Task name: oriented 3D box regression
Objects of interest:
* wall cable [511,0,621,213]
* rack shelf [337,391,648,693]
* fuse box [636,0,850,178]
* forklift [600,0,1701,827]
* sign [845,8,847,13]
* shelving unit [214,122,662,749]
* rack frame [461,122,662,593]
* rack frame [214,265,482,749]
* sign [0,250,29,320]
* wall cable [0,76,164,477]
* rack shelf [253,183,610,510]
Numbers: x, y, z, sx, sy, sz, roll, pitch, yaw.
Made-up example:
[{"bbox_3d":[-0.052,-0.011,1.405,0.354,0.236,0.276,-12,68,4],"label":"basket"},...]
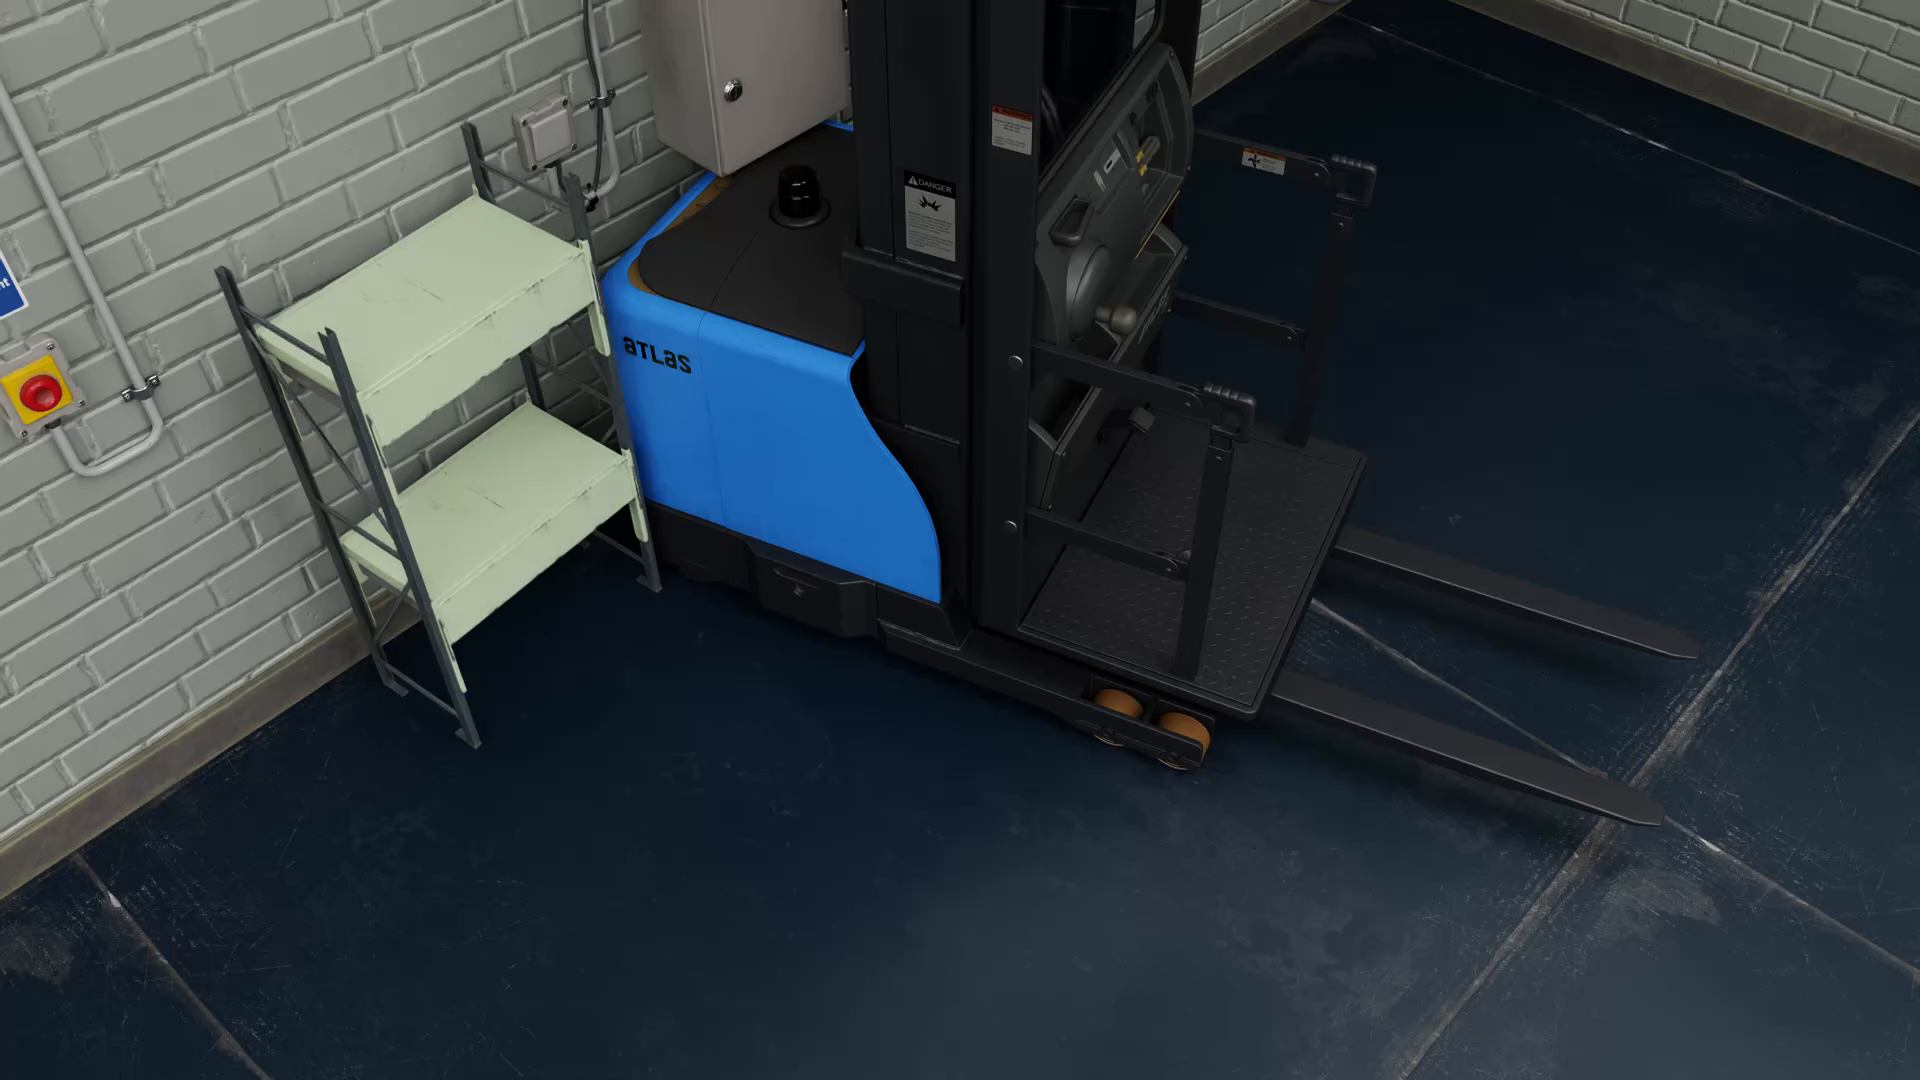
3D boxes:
[{"bbox_3d":[-1.115,-1.515,3.918,0.122,1.984,0.588,34,55,28],"label":"wall cable"},{"bbox_3d":[-1.302,-0.007,4.674,0.431,0.370,0.720,28,53,24],"label":"rack shelf"},{"bbox_3d":[-0.536,-1.014,5.029,0.414,1.711,0.539,34,55,28],"label":"fuse box"},{"bbox_3d":[0.569,-0.808,3.998,3.031,2.935,1.130,19,50,17],"label":"forklift"},{"bbox_3d":[-0.354,-1.790,4.938,0.001,0.494,0.329,34,55,28],"label":"sign"},{"bbox_3d":[-1.303,-0.231,4.437,0.431,1.500,0.755,28,53,24],"label":"shelving unit"},{"bbox_3d":[-1.084,-0.444,4.637,0.400,1.500,0.023,28,53,24],"label":"rack frame"},{"bbox_3d":[-1.522,-0.017,4.236,0.400,1.500,0.023,28,53,24],"label":"rack frame"},{"bbox_3d":[-2.146,-0.499,3.476,0.001,0.218,0.327,34,55,28],"label":"sign"},{"bbox_3d":[-2.068,-0.761,3.188,0.123,1.953,0.585,34,55,28],"label":"wall cable"},{"bbox_3d":[-1.304,-0.498,4.153,0.431,0.370,0.720,28,53,24],"label":"rack shelf"}]
